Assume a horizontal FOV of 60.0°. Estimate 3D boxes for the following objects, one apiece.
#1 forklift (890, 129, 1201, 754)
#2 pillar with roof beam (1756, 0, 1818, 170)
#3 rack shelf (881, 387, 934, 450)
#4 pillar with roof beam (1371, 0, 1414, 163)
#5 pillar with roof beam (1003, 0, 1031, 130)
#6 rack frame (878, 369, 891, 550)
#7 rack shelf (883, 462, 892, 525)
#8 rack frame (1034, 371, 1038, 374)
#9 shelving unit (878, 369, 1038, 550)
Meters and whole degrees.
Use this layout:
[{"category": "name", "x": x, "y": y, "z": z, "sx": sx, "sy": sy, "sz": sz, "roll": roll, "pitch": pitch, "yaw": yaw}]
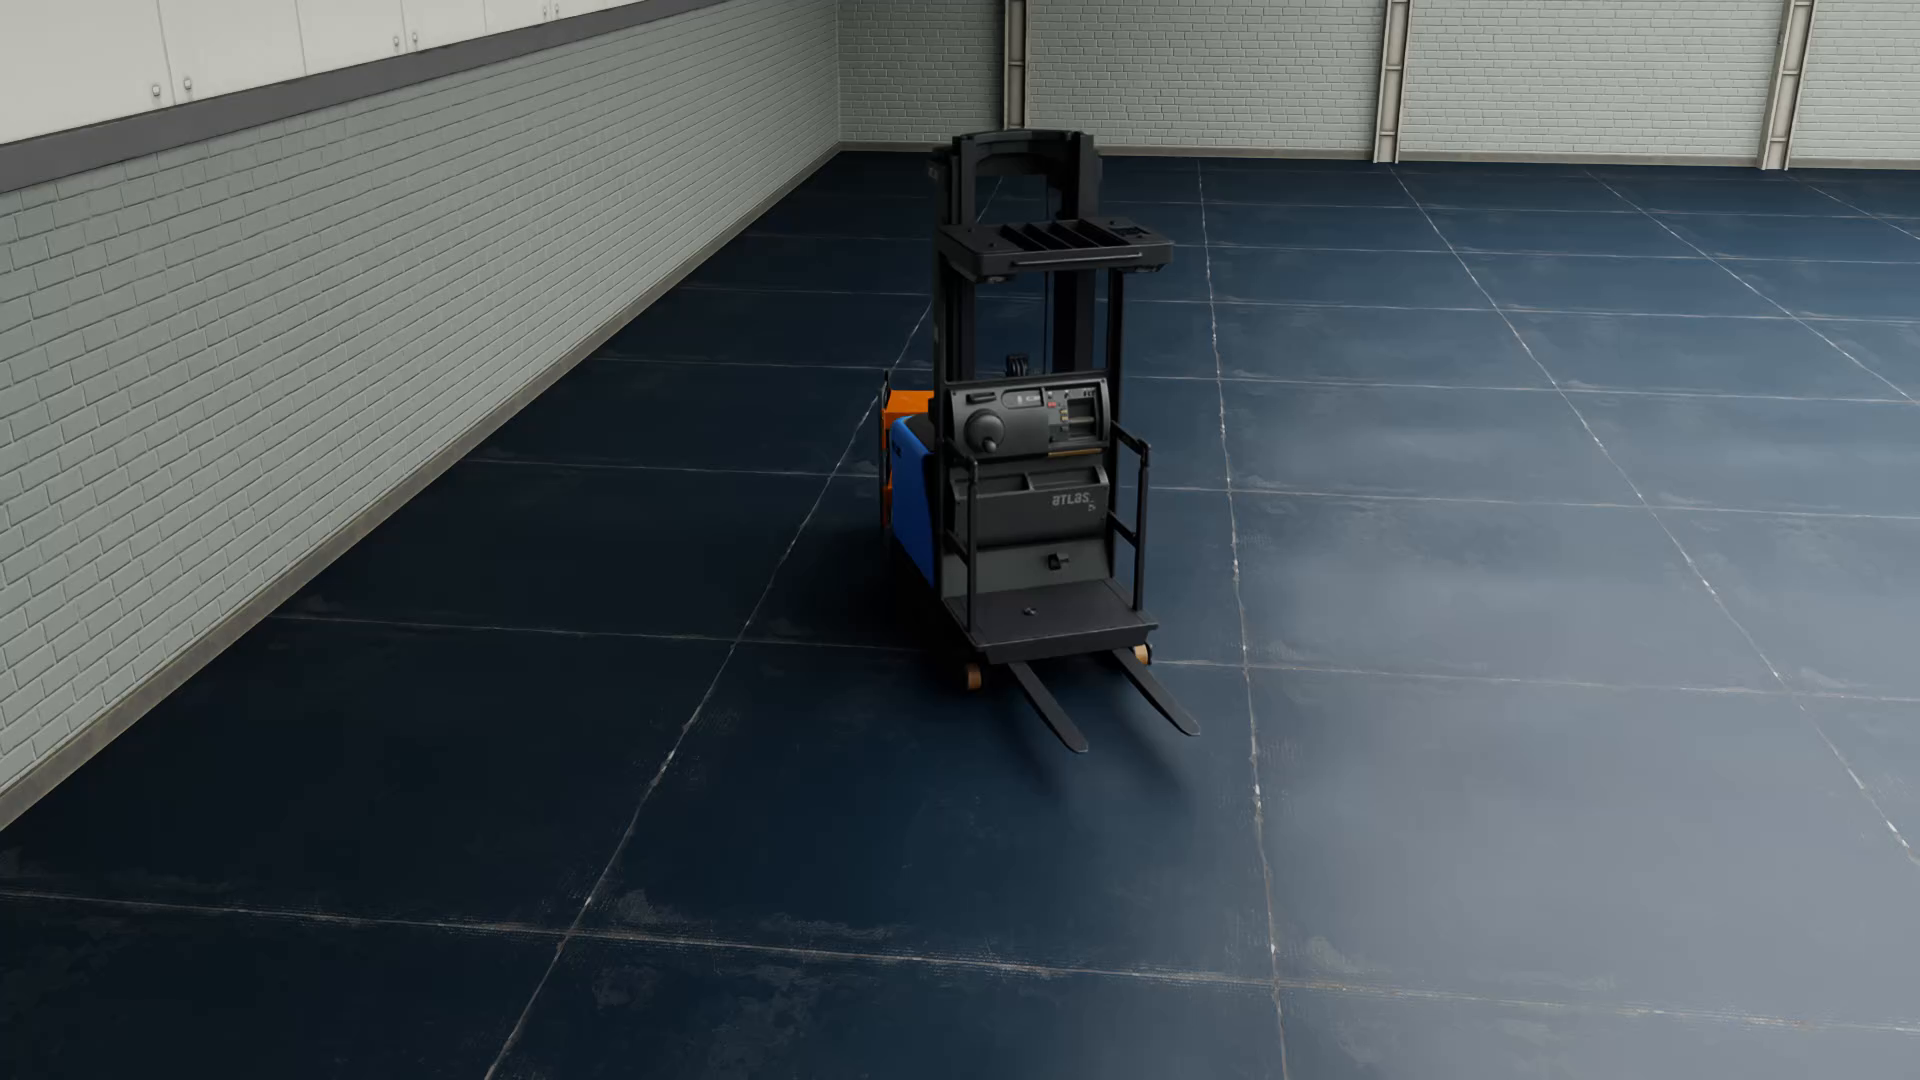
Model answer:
[{"category": "forklift", "x": 0.461, "y": -0.677, "z": 9.165, "sx": 1.130, "sy": 2.935, "sz": 3.031, "roll": -6, "pitch": 22, "yaw": -15}, {"category": "pillar with roof beam", "x": 12.341, "y": -8.499, "z": 20.697, "sx": 0.400, "sy": 9.000, "sz": 9.100, "roll": 2, "pitch": 22, "yaw": 6}, {"category": "rack shelf", "x": -0.004, "y": -0.813, "z": 11.169, "sx": 1.000, "sy": 0.278, "sz": 0.538, "roll": 1, "pitch": 22, "yaw": 2}, {"category": "pillar with roof beam", "x": 6.383, "y": -8.758, "z": 21.354, "sx": 0.400, "sy": 9.000, "sz": 9.100, "roll": 2, "pitch": 22, "yaw": 6}, {"category": "pillar with roof beam", "x": 0.425, "y": -9.018, "z": 22.010, "sx": 0.400, "sy": 9.000, "sz": 9.100, "roll": 2, "pitch": 22, "yaw": 6}, {"category": "rack frame", "x": -0.512, "y": -0.549, "z": 11.298, "sx": 0.032, "sy": 1.125, "sz": 0.500, "roll": 1, "pitch": 22, "yaw": 2}, {"category": "rack shelf", "x": -0.004, "y": -0.313, "z": 11.367, "sx": 1.000, "sy": 0.278, "sz": 0.538, "roll": 1, "pitch": 22, "yaw": 2}, {"category": "rack frame", "x": 0.504, "y": -0.532, "z": 11.256, "sx": 0.032, "sy": 1.125, "sz": 0.500, "roll": 1, "pitch": 22, "yaw": 2}, {"category": "shelving unit", "x": -0.004, "y": -0.540, "z": 11.277, "sx": 1.048, "sy": 1.125, "sz": 0.538, "roll": 1, "pitch": 22, "yaw": 2}]
